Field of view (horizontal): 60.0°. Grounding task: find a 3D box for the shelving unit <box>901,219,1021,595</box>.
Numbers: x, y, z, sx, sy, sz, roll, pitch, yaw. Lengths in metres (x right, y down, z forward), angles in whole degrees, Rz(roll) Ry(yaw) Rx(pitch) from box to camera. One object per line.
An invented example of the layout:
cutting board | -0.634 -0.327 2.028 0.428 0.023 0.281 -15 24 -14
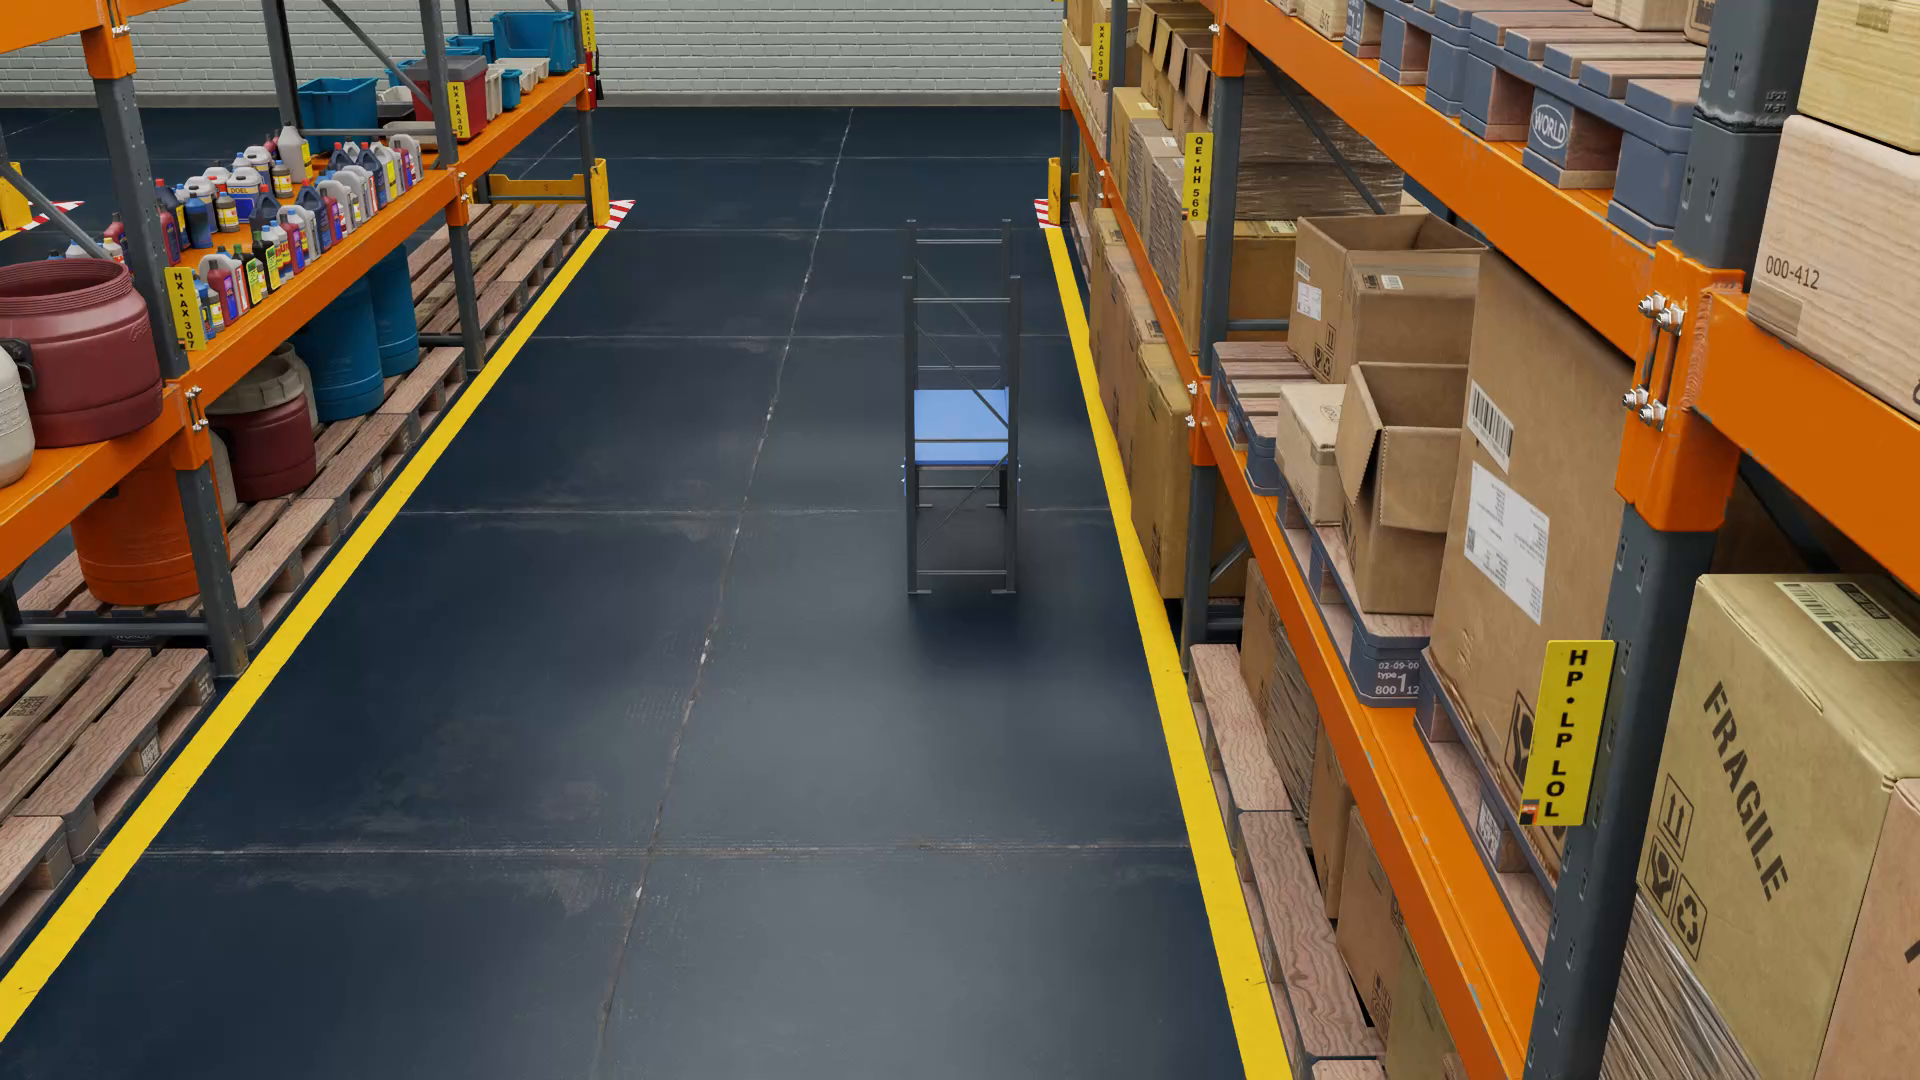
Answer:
shelving unit | 0.001 -0.648 7.863 0.538 1.500 1.048 0 24 -1

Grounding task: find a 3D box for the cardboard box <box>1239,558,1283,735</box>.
cardboard box | 1.465 0.389 6.250 0.700 0.500 0.500 -2 24 -3

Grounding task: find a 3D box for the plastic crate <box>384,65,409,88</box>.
plastic crate | -3.911 -3.282 11.996 0.416 0.233 0.300 0 24 -1

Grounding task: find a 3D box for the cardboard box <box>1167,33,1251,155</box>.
cardboard box | 1.428 -2.175 8.080 0.797 0.503 0.637 1 24 1

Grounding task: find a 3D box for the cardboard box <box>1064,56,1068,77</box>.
cardboard box | 1.028 -3.754 13.216 0.380 0.149 0.250 -1 24 -1

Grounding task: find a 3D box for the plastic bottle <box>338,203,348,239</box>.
plastic bottle | -3.189 -1.643 8.485 0.097 0.201 0.097 0 24 0

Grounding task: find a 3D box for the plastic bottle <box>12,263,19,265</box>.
plastic bottle | -3.949 -1.010 6.985 0.061 0.283 0.133 0 24 -1

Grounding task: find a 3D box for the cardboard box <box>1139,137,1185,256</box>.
cardboard box | 1.171 -1.703 8.254 0.500 0.500 0.500 0 24 0

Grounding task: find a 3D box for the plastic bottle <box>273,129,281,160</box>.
plastic bottle | -3.981 -2.246 9.717 0.061 0.283 0.133 0 24 -1

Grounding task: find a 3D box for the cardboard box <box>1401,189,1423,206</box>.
cardboard box | 1.696 -1.285 7.331 0.500 0.500 0.500 -1 24 -2

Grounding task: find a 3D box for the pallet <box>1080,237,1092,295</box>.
pallet | 1.448 -2.021 12.463 1.003 0.211 1.213 0 24 -1

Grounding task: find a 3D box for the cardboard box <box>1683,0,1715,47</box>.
cardboard box | 1.575 -0.977 2.495 0.797 0.503 0.637 -1 24 -3

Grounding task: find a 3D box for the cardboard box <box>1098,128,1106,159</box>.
cardboard box | 1.063 -2.484 10.407 0.380 0.149 0.250 0 24 0

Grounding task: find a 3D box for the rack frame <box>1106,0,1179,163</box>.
rack frame | 1.394 -2.474 10.080 1.000 3.000 0.127 0 24 -1

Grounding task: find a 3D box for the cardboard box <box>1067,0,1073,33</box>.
cardboard box | 1.091 -4.126 12.644 0.500 0.500 0.500 -1 24 -2

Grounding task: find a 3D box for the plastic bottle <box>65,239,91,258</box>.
plastic bottle | -3.936 -1.213 7.448 0.097 0.271 0.097 0 24 0

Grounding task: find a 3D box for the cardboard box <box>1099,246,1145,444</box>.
cardboard box | 1.432 -1.066 9.035 1.225 0.875 0.875 -1 24 -2

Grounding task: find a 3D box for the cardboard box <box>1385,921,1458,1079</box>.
cardboard box | 1.510 1.311 4.211 0.700 0.500 0.500 0 24 -1

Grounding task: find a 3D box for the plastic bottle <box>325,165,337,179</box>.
plastic bottle | -3.346 -1.866 8.891 0.097 0.271 0.097 0 24 0

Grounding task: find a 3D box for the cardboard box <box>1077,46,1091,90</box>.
cardboard box | 1.111 -3.354 11.848 0.500 0.250 0.500 -1 24 -2

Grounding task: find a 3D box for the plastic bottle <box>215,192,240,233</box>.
plastic bottle | -3.797 -1.700 8.610 0.097 0.201 0.097 0 24 0

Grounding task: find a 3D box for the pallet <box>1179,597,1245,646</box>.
pallet | 1.504 0.119 7.730 1.003 0.211 1.213 0 24 -1

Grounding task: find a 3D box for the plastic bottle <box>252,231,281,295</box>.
plastic bottle | -3.160 -1.271 7.563 0.061 0.283 0.133 0 24 -1

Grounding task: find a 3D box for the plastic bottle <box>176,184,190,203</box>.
plastic bottle | -3.948 -1.676 8.471 0.097 0.271 0.097 0 24 0

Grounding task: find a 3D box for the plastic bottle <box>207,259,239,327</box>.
plastic bottle | -3.155 -1.066 7.108 0.061 0.283 0.133 0 24 -1

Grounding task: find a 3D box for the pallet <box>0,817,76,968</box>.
pallet | -3.535 1.288 5.147 1.003 0.211 1.213 0 24 -1

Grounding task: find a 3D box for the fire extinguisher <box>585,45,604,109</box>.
fire extinguisher | -3.150 -3.959 13.910 0.296 0.674 0.183 0 24 -1

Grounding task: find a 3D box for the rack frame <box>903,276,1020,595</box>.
rack frame | 0.006 -0.439 7.400 0.500 1.500 0.032 0 24 -1

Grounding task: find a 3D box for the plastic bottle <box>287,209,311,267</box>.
plastic bottle | -3.183 -1.449 7.969 0.097 0.271 0.097 0 24 0

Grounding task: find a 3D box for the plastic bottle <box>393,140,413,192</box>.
plastic bottle | -3.183 -2.143 9.489 0.061 0.283 0.133 0 24 -1

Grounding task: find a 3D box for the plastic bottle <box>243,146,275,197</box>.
plastic bottle | -3.931 -2.052 9.298 0.152 0.276 0.135 0 24 -1

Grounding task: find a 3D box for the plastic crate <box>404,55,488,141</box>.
plastic crate | -3.318 -2.877 10.822 0.402 0.464 0.583 0 24 -1

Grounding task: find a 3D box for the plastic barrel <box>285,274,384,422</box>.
plastic barrel | -3.562 -1.171 9.236 0.600 0.901 0.708 0 24 -1

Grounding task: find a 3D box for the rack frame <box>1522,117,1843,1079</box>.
rack frame | 1.481 0.822 2.792 1.000 3.000 0.127 0 24 -1

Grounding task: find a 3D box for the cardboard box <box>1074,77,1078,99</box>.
cardboard box | 1.041 -3.330 12.278 0.380 0.149 0.250 -1 24 -1

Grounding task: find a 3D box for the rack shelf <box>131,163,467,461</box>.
rack shelf | -3.537 -1.300 8.357 1.077 0.370 4.000 0 24 -1

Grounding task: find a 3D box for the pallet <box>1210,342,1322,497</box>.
pallet | 1.552 -0.445 5.827 1.213 0.211 1.003 0 24 -1

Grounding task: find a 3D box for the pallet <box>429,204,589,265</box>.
pallet | -3.632 -2.490 13.498 1.003 0.211 1.213 0 24 -1

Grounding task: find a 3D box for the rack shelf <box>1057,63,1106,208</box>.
rack shelf | 1.372 -2.970 12.051 1.077 0.370 4.000 0 24 -1

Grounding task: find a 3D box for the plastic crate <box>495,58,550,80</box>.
plastic crate | -3.412 -3.672 12.976 0.396 0.136 0.243 0 24 -1

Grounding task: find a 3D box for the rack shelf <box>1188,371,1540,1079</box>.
rack shelf | 1.459 0.326 4.762 1.077 0.370 4.000 0 24 -1

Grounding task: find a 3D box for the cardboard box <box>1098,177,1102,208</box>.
cardboard box | 1.457 -2.341 11.854 0.875 0.875 0.875 0 24 -1

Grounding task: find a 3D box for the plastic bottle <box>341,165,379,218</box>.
plastic bottle | -3.222 -1.876 8.909 0.152 0.276 0.135 0 24 -1

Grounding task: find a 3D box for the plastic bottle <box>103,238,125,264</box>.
plastic bottle | -3.939 -1.301 7.729 0.097 0.201 0.097 0 24 0

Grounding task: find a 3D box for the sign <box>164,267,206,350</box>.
sign | -2.965 -0.883 6.365 0.100 0.325 0.005 0 24 -1

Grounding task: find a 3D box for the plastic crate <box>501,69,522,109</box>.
plastic crate | -3.324 -3.206 11.829 0.416 0.233 0.300 0 24 -1

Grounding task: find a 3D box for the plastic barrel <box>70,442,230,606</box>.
plastic barrel | -3.537 -0.208 7.193 0.600 0.830 0.708 0 24 -1

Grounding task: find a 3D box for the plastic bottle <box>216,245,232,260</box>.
plastic bottle | -3.236 -1.163 7.338 0.097 0.271 0.097 0 24 0

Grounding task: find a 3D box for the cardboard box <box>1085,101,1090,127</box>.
cardboard box | 1.051 -2.908 11.344 0.380 0.149 0.250 0 24 0

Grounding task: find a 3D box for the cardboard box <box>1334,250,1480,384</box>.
cardboard box | 1.590 -0.611 5.330 0.700 0.500 0.500 3 25 7

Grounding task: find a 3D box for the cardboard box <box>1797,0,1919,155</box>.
cardboard box | 1.177 -0.522 1.823 0.380 0.149 0.250 -1 24 -2
